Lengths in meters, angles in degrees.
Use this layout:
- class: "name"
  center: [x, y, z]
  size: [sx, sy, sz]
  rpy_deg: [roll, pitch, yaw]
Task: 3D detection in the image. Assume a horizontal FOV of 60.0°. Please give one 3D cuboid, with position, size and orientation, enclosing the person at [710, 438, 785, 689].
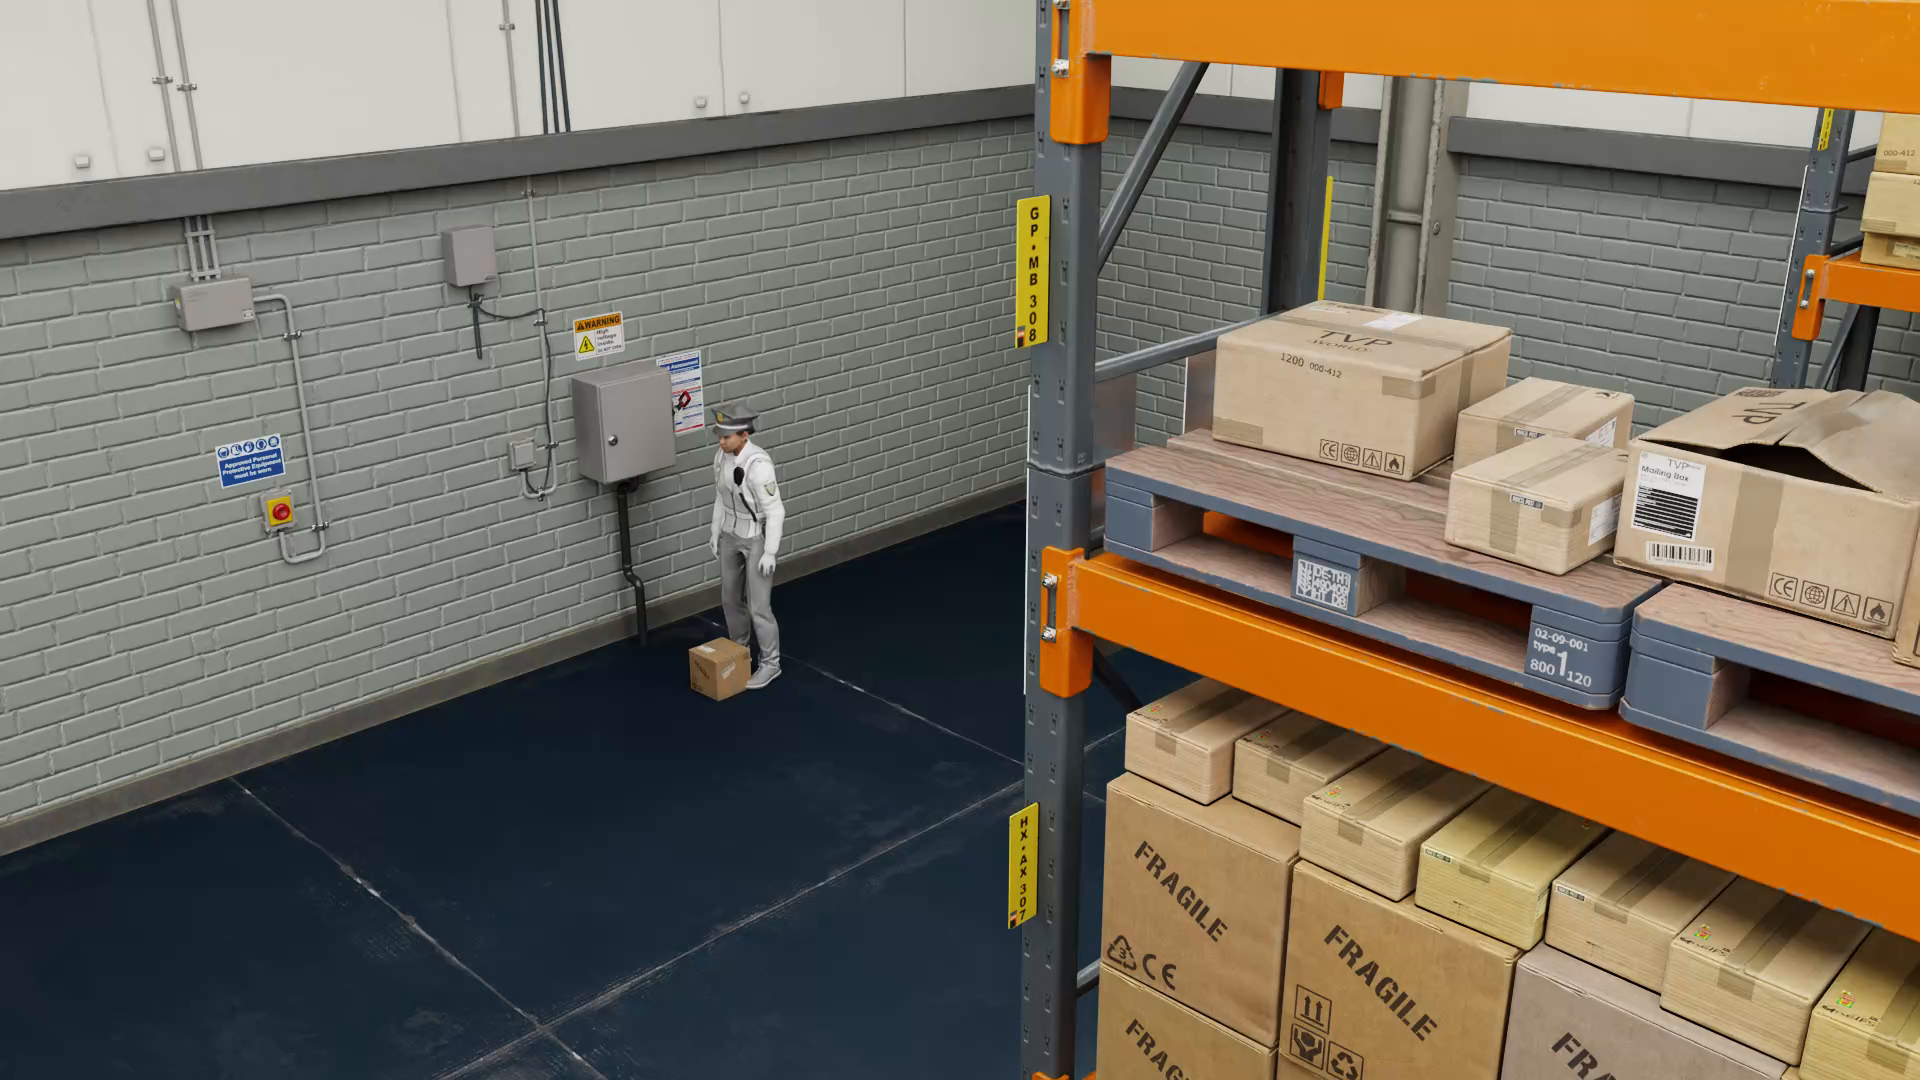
- class: "person"
  center: [-1.214, 0.113, 9.558]
  size: [0.538, 1.464, 0.352]
  rpy_deg: [18, 27, 40]
